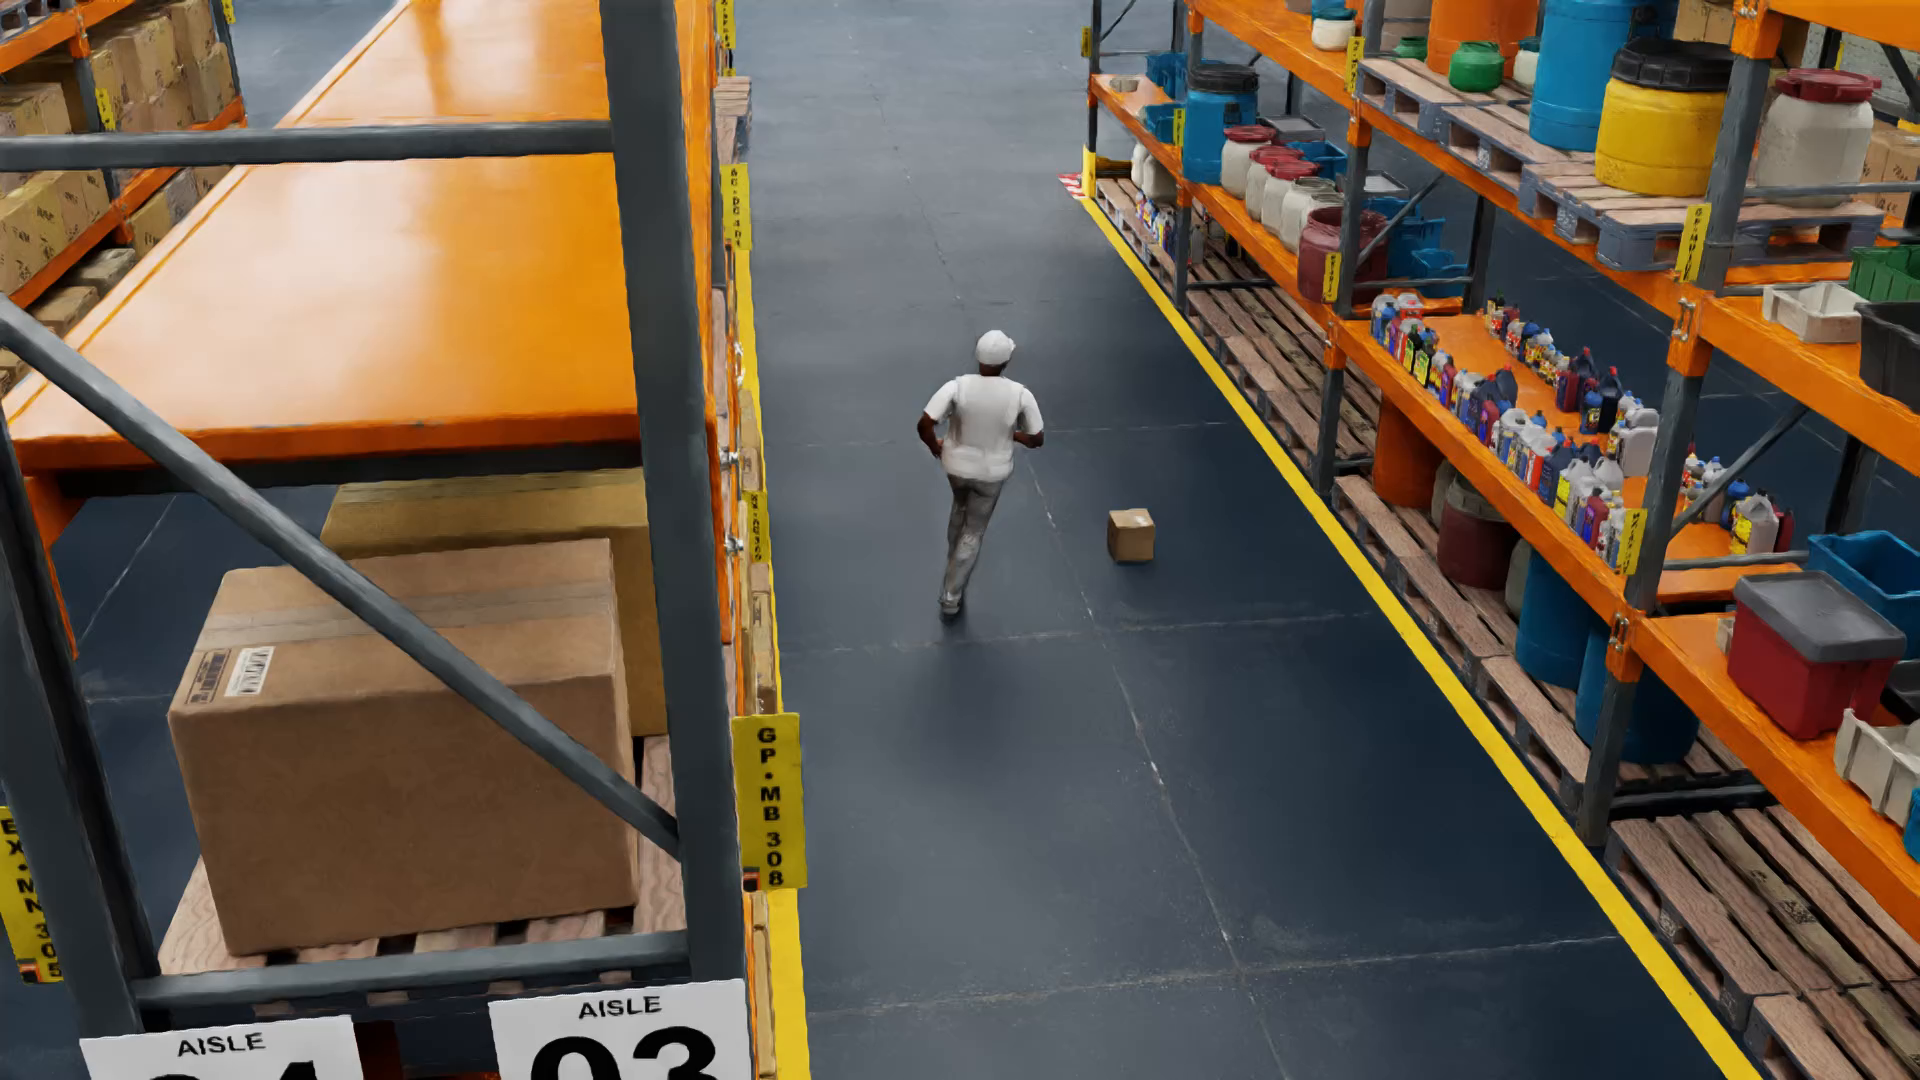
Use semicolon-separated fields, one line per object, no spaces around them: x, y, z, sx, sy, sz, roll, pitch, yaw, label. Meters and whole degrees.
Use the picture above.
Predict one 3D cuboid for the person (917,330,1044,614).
0.148;-0.395;9.852;0.695;1.780;0.646;7;28;13;person
